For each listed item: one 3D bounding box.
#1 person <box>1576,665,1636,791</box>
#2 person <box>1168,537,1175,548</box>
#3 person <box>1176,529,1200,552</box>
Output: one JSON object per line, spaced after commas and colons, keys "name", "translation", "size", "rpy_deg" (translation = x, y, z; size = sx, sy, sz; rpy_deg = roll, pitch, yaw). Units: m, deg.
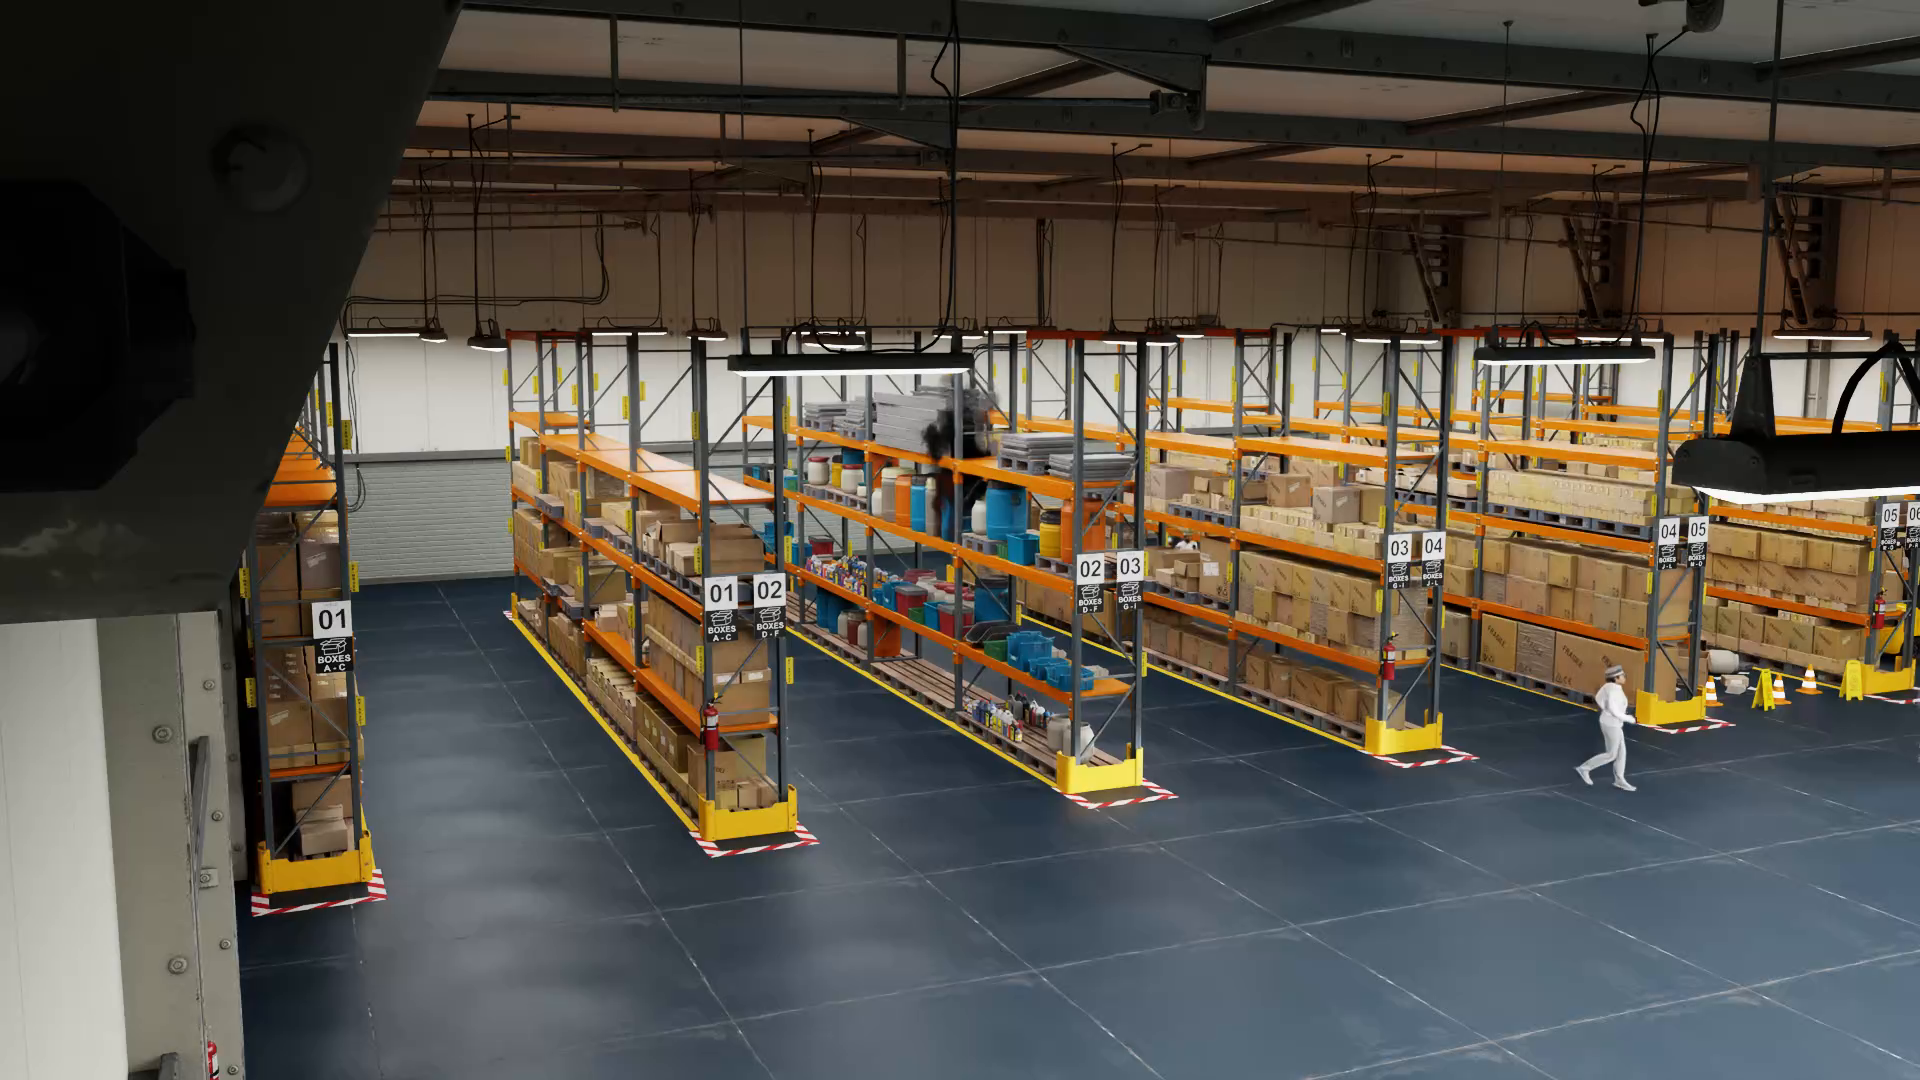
{"name": "person", "translation": [8.655, 2.496, 22.198], "size": [0.782, 1.708, 0.639], "rpy_deg": [2, 8, 13]}
{"name": "person", "translation": [4.331, 0.818, 34.186], "size": [0.648, 1.740, 0.598], "rpy_deg": [-4, 9, -29]}
{"name": "person", "translation": [4.933, 0.603, 36.005], "size": [0.567, 1.717, 0.868], "rpy_deg": [-2, 8, -15]}
